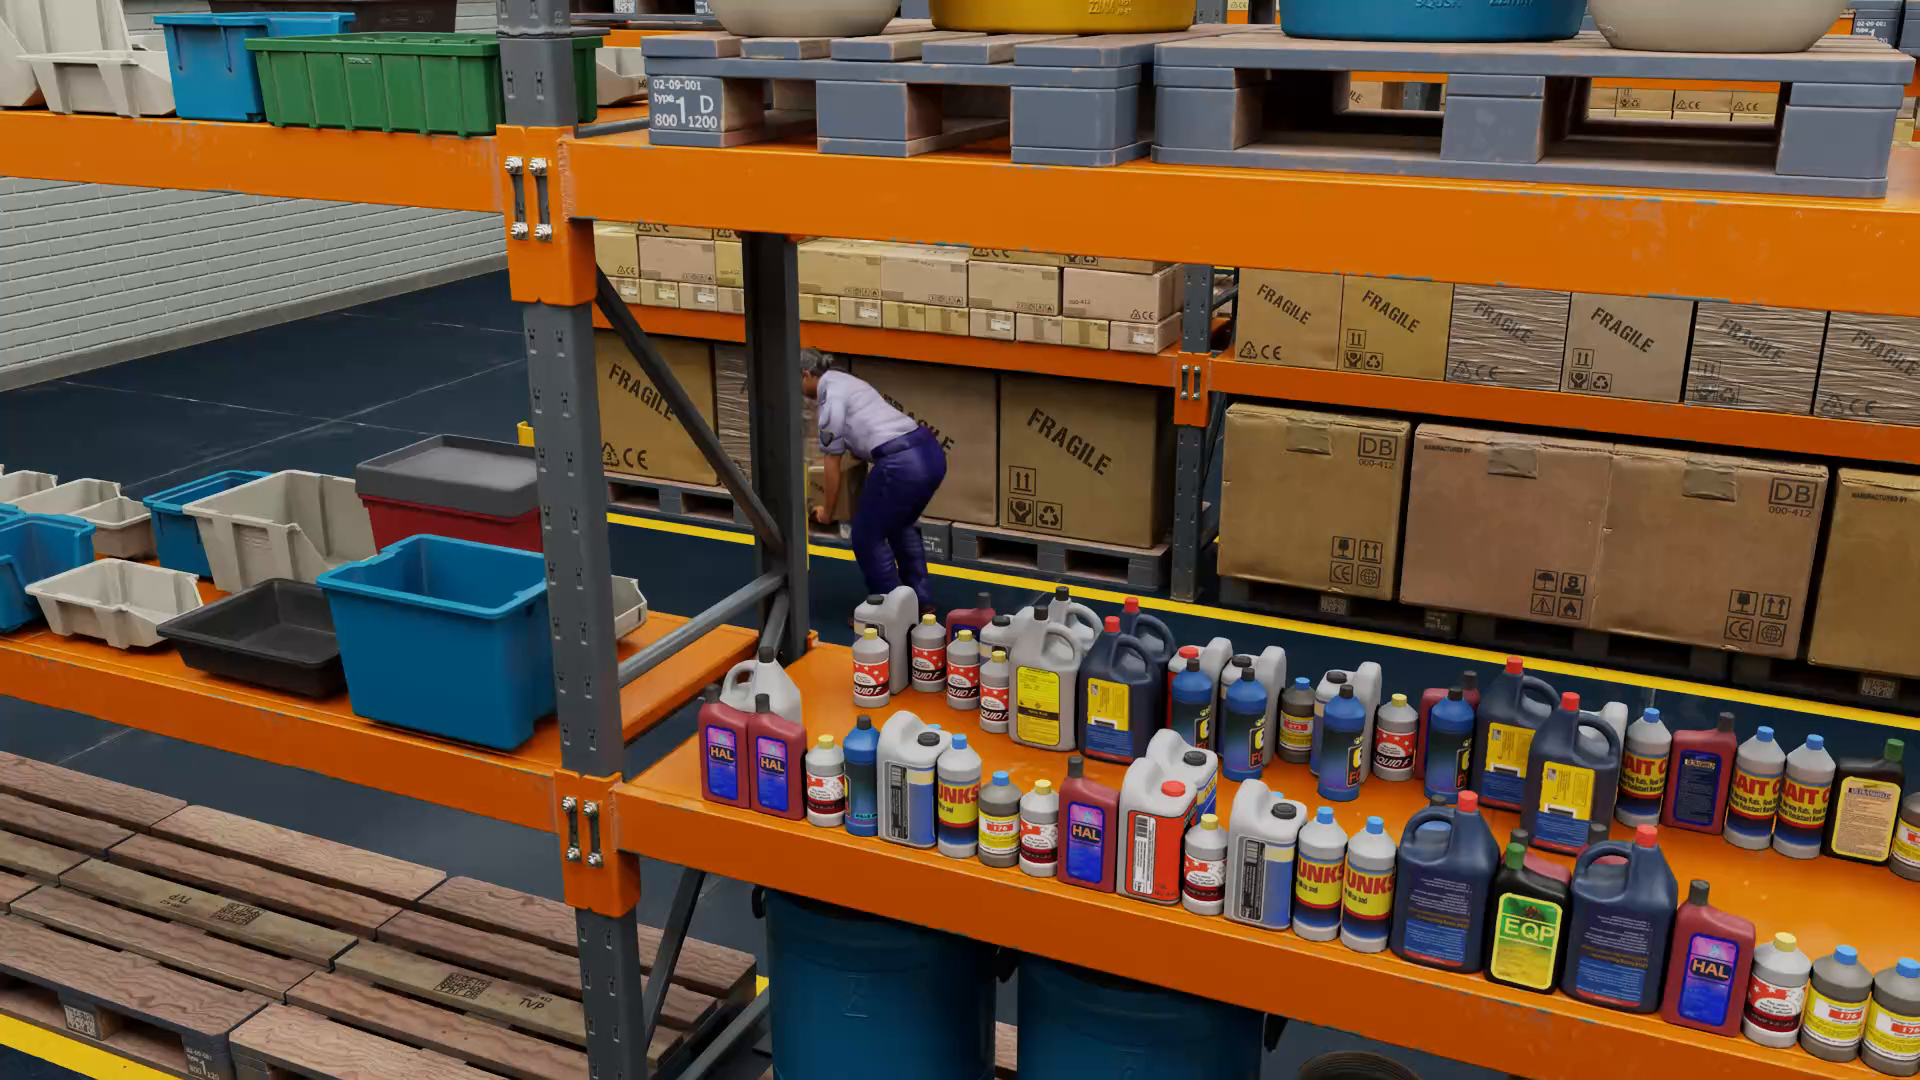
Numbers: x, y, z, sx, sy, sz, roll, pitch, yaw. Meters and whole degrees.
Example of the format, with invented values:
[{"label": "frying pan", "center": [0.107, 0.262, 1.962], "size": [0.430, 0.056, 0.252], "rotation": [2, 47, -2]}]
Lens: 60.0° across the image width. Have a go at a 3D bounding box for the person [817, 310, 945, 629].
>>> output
[{"label": "person", "center": [-0.385, -0.334, 8.170], "size": [0.581, 1.579, 0.436], "rotation": [8, 21, 22]}]
